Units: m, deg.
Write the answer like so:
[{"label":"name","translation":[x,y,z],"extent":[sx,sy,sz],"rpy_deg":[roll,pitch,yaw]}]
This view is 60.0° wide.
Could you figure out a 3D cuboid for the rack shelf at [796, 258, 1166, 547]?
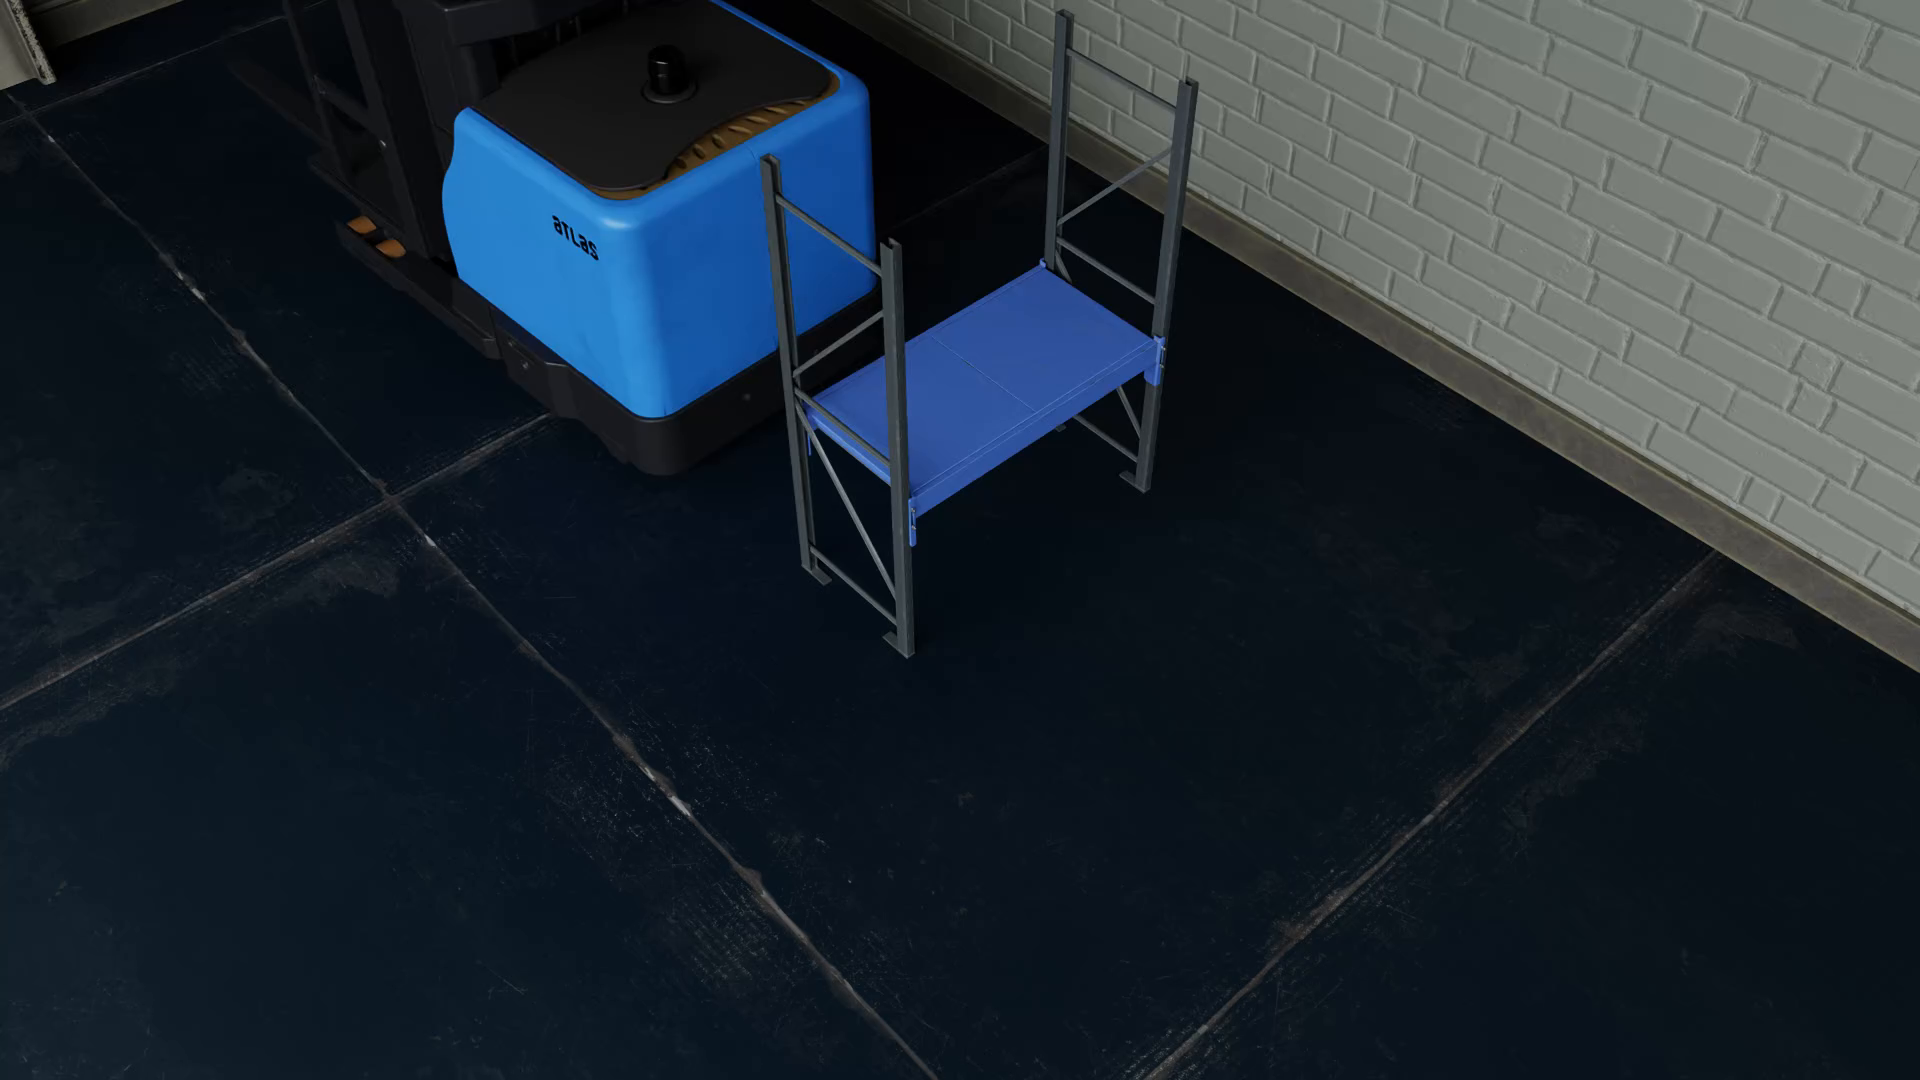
[{"label":"rack shelf","translation":[0.063,-0.429,4.870],"extent":[1.000,0.185,0.538],"rpy_deg":[-34,56,-27]}]

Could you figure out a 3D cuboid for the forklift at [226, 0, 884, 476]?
[{"label":"forklift","translation":[-1.664,-2.175,5.262],"extent":[3.031,2.935,1.130],"rpy_deg":[36,57,28]}]

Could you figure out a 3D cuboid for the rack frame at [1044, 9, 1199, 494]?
[{"label":"rack frame","translation":[0.439,-0.802,4.970],"extent":[0.032,1.500,0.500],"rpy_deg":[-34,56,-27]}]

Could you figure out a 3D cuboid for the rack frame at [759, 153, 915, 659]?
[{"label":"rack frame","translation":[-0.313,-0.299,4.506],"extent":[0.032,1.500,0.500],"rpy_deg":[-34,56,-27]}]

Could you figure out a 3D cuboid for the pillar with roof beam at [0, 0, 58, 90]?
[{"label":"pillar with roof beam","translation":[-1.176,-2.645,1.567],"extent":[0.400,9.000,9.100],"rpy_deg":[-34,56,-27]}]

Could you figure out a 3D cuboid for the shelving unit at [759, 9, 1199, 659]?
[{"label":"shelving unit","translation":[0.063,-0.551,4.738],"extent":[1.048,1.500,0.538],"rpy_deg":[-34,56,-27]}]
